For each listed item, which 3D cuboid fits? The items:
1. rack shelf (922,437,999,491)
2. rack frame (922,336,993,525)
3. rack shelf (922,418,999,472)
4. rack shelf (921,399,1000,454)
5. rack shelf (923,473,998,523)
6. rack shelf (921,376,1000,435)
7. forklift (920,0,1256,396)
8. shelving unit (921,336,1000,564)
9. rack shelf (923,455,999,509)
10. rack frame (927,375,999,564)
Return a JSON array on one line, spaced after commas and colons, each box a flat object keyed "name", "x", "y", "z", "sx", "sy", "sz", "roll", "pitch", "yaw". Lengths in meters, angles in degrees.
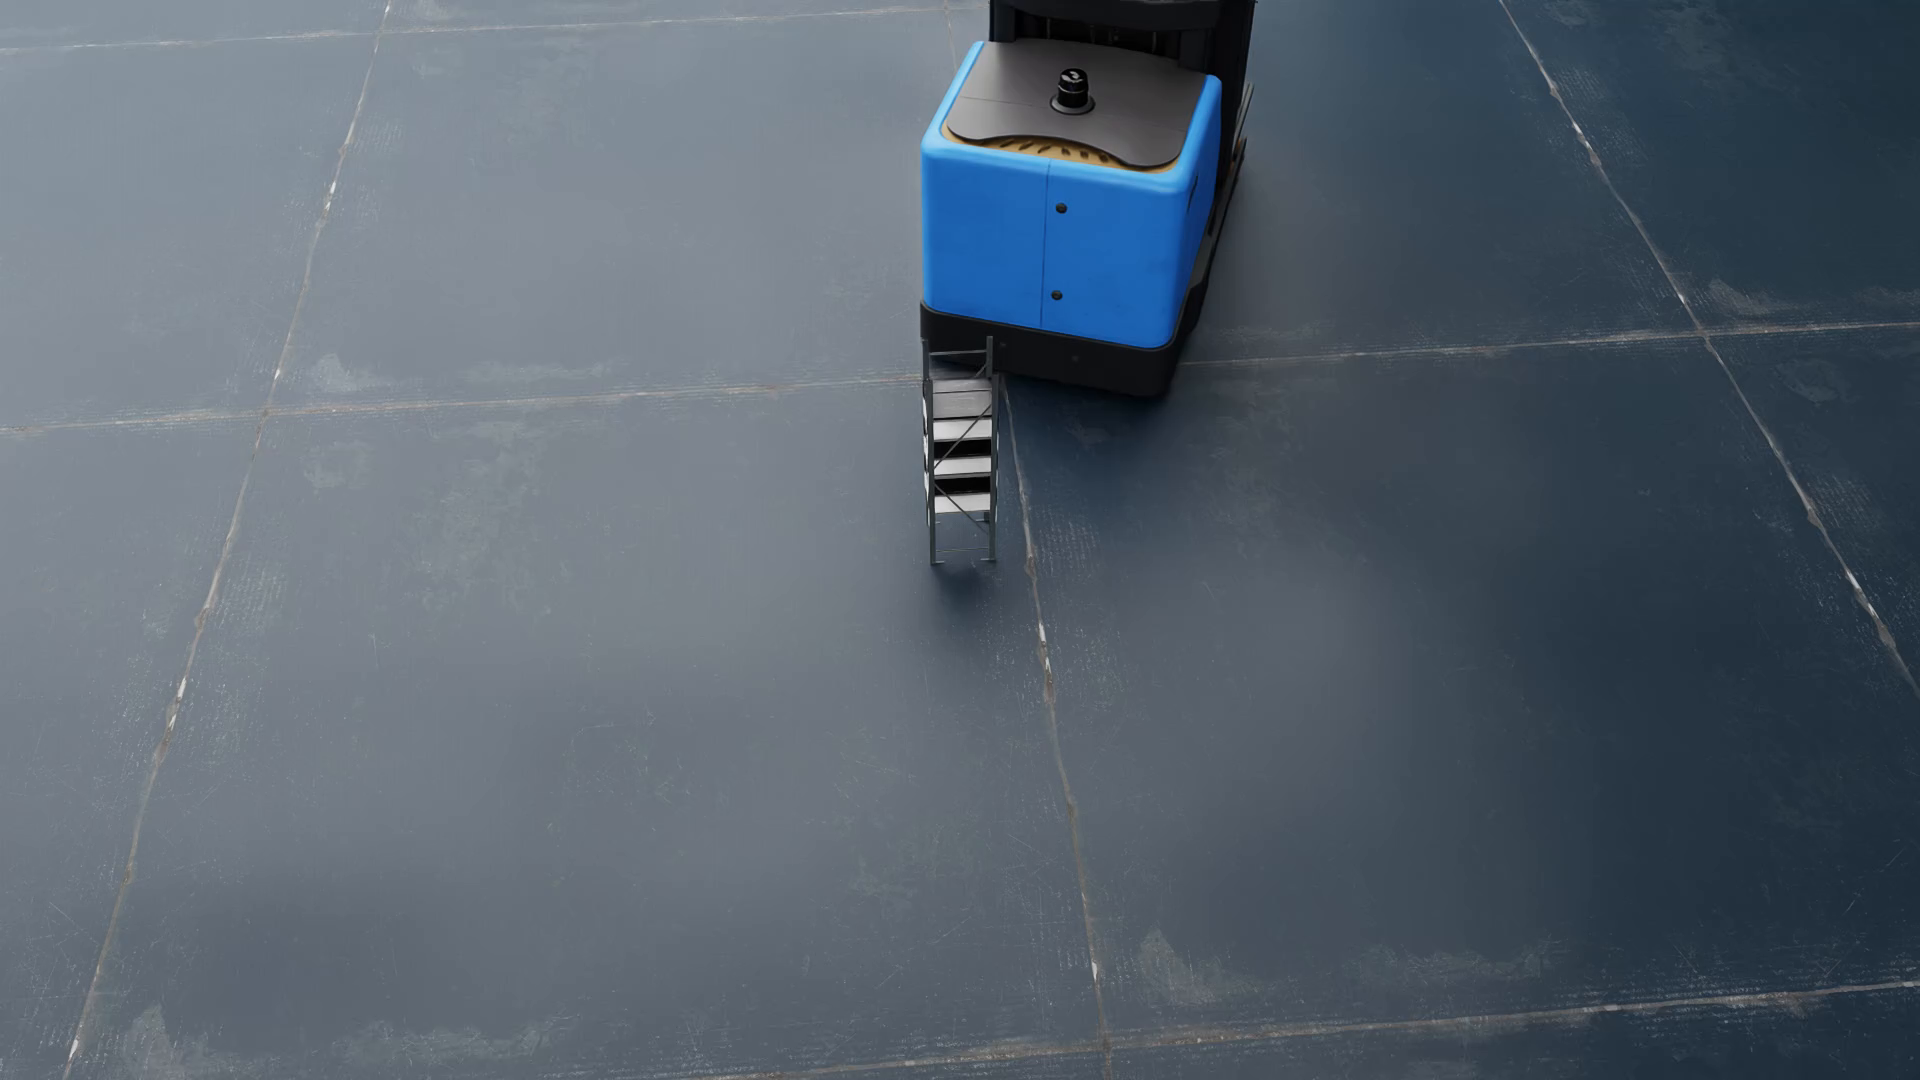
[{"name": "rack shelf", "x": 0.001, "y": -0.281, "z": 5.942, "sx": 0.258, "sy": 0.077, "sz": 0.200, "roll": -3, "pitch": 47, "yaw": -3}, {"name": "rack frame", "x": -0.008, "y": -0.377, "z": 5.987, "sx": 0.240, "sy": 0.900, "sz": 0.006, "roll": -3, "pitch": 47, "yaw": -3}, {"name": "rack shelf", "x": 0.001, "y": -0.343, "z": 5.877, "sx": 0.258, "sy": 0.077, "sz": 0.200, "roll": -3, "pitch": 47, "yaw": -3}, {"name": "rack shelf", "x": 0.001, "y": -0.404, "z": 5.811, "sx": 0.258, "sy": 0.077, "sz": 0.200, "roll": -3, "pitch": 47, "yaw": -3}, {"name": "rack shelf", "x": 0.001, "y": -0.157, "z": 6.073, "sx": 0.258, "sy": 0.077, "sz": 0.200, "roll": -3, "pitch": 47, "yaw": -3}, {"name": "rack shelf", "x": 0.001, "y": -0.466, "z": 5.746, "sx": 0.258, "sy": 0.077, "sz": 0.200, "roll": -3, "pitch": 47, "yaw": -3}, {"name": "forklift", "x": 0.728, "y": -2.679, "z": 6.769, "sx": 1.130, "sy": 2.935, "sz": 3.031, "roll": 12, "pitch": 48, "yaw": 11}, {"name": "shelving unit", "x": 0.001, "y": -0.304, "z": 5.918, "sx": 0.258, "sy": 0.900, "sz": 0.210, "roll": -3, "pitch": 47, "yaw": -3}, {"name": "rack shelf", "x": 0.001, "y": -0.219, "z": 6.007, "sx": 0.258, "sy": 0.077, "sz": 0.200, "roll": -3, "pitch": 47, "yaw": -3}, {"name": "rack frame", "x": 0.009, "y": -0.230, "z": 5.848, "sx": 0.240, "sy": 0.900, "sz": 0.006, "roll": -3, "pitch": 47, "yaw": -3}]
